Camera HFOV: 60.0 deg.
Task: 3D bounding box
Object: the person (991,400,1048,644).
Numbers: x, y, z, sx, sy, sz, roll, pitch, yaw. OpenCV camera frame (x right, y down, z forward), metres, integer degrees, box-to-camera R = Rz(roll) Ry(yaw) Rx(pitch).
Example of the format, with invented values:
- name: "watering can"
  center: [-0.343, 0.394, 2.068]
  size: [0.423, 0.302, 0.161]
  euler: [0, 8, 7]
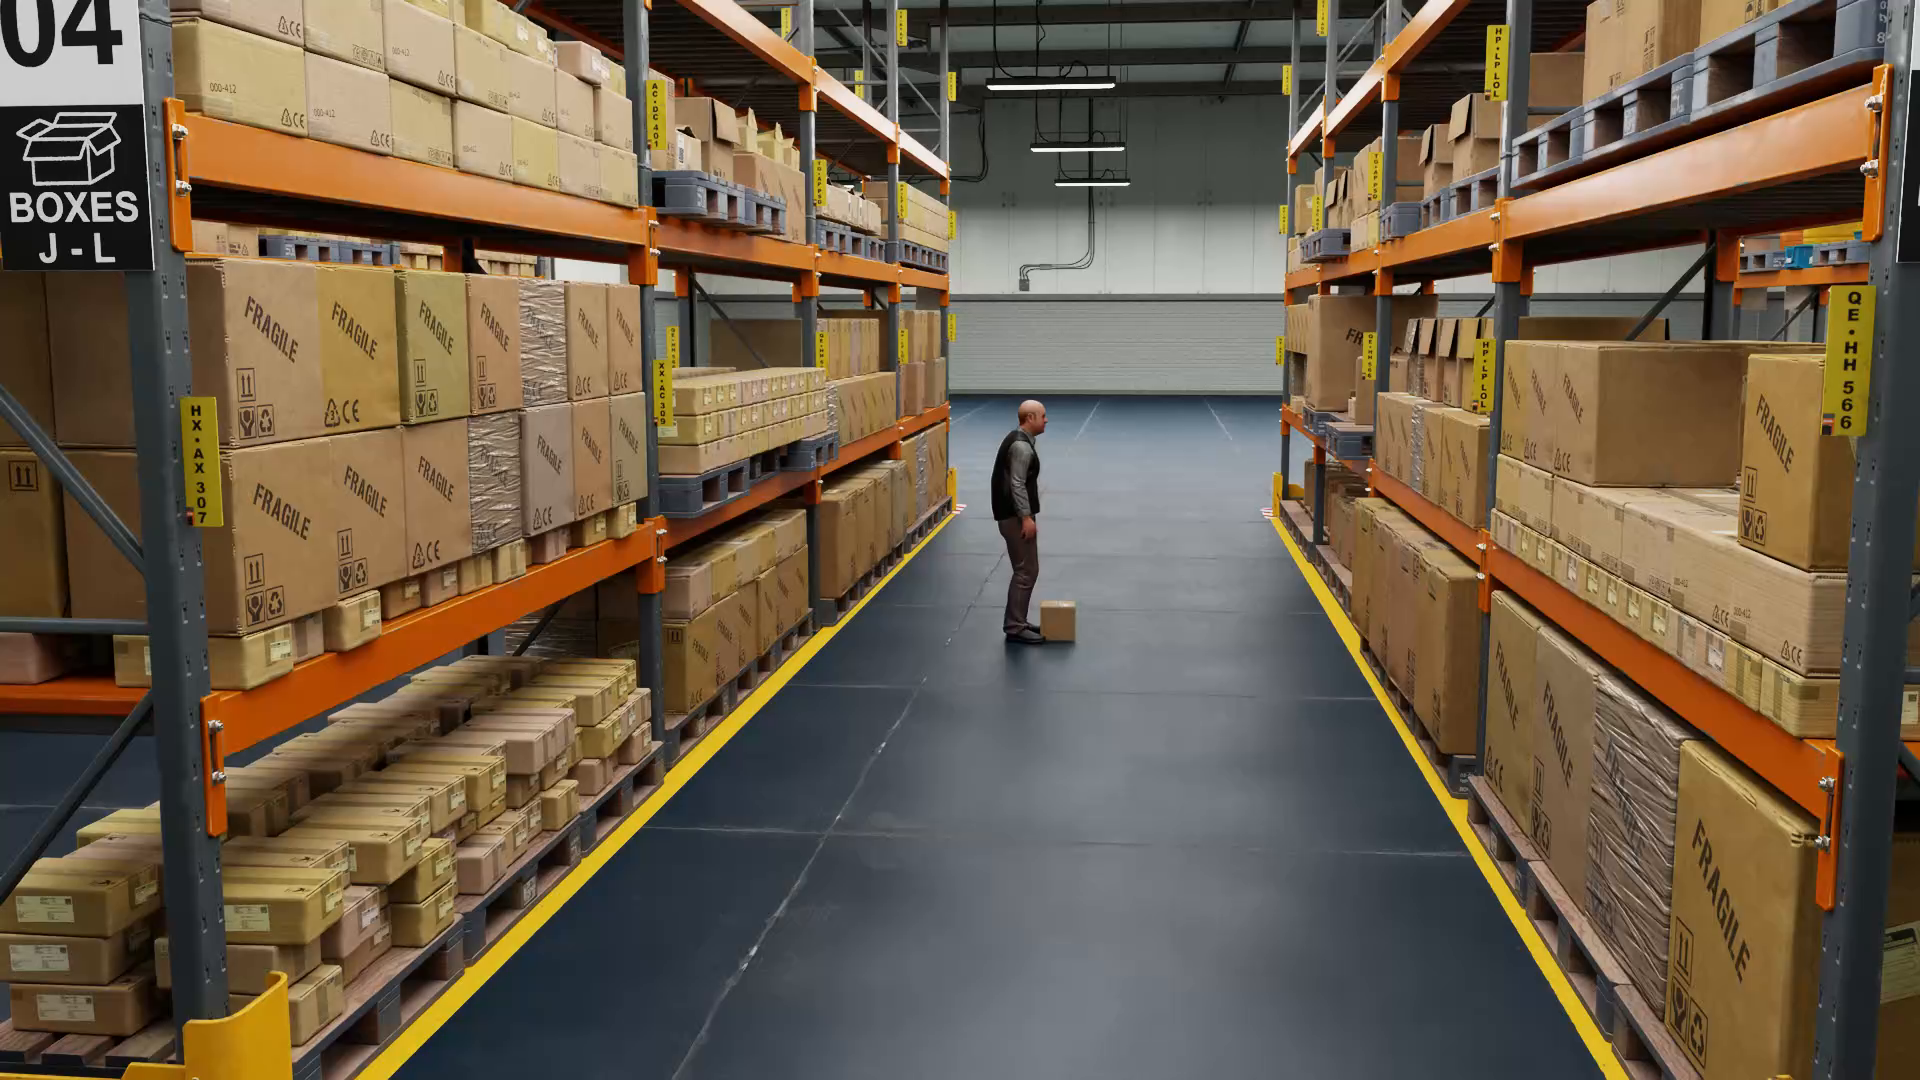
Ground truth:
- name: "person"
  center: [0.429, -0.147, 11.995]
  size: [0.414, 1.721, 0.594]
  euler: [0, 8, 3]
